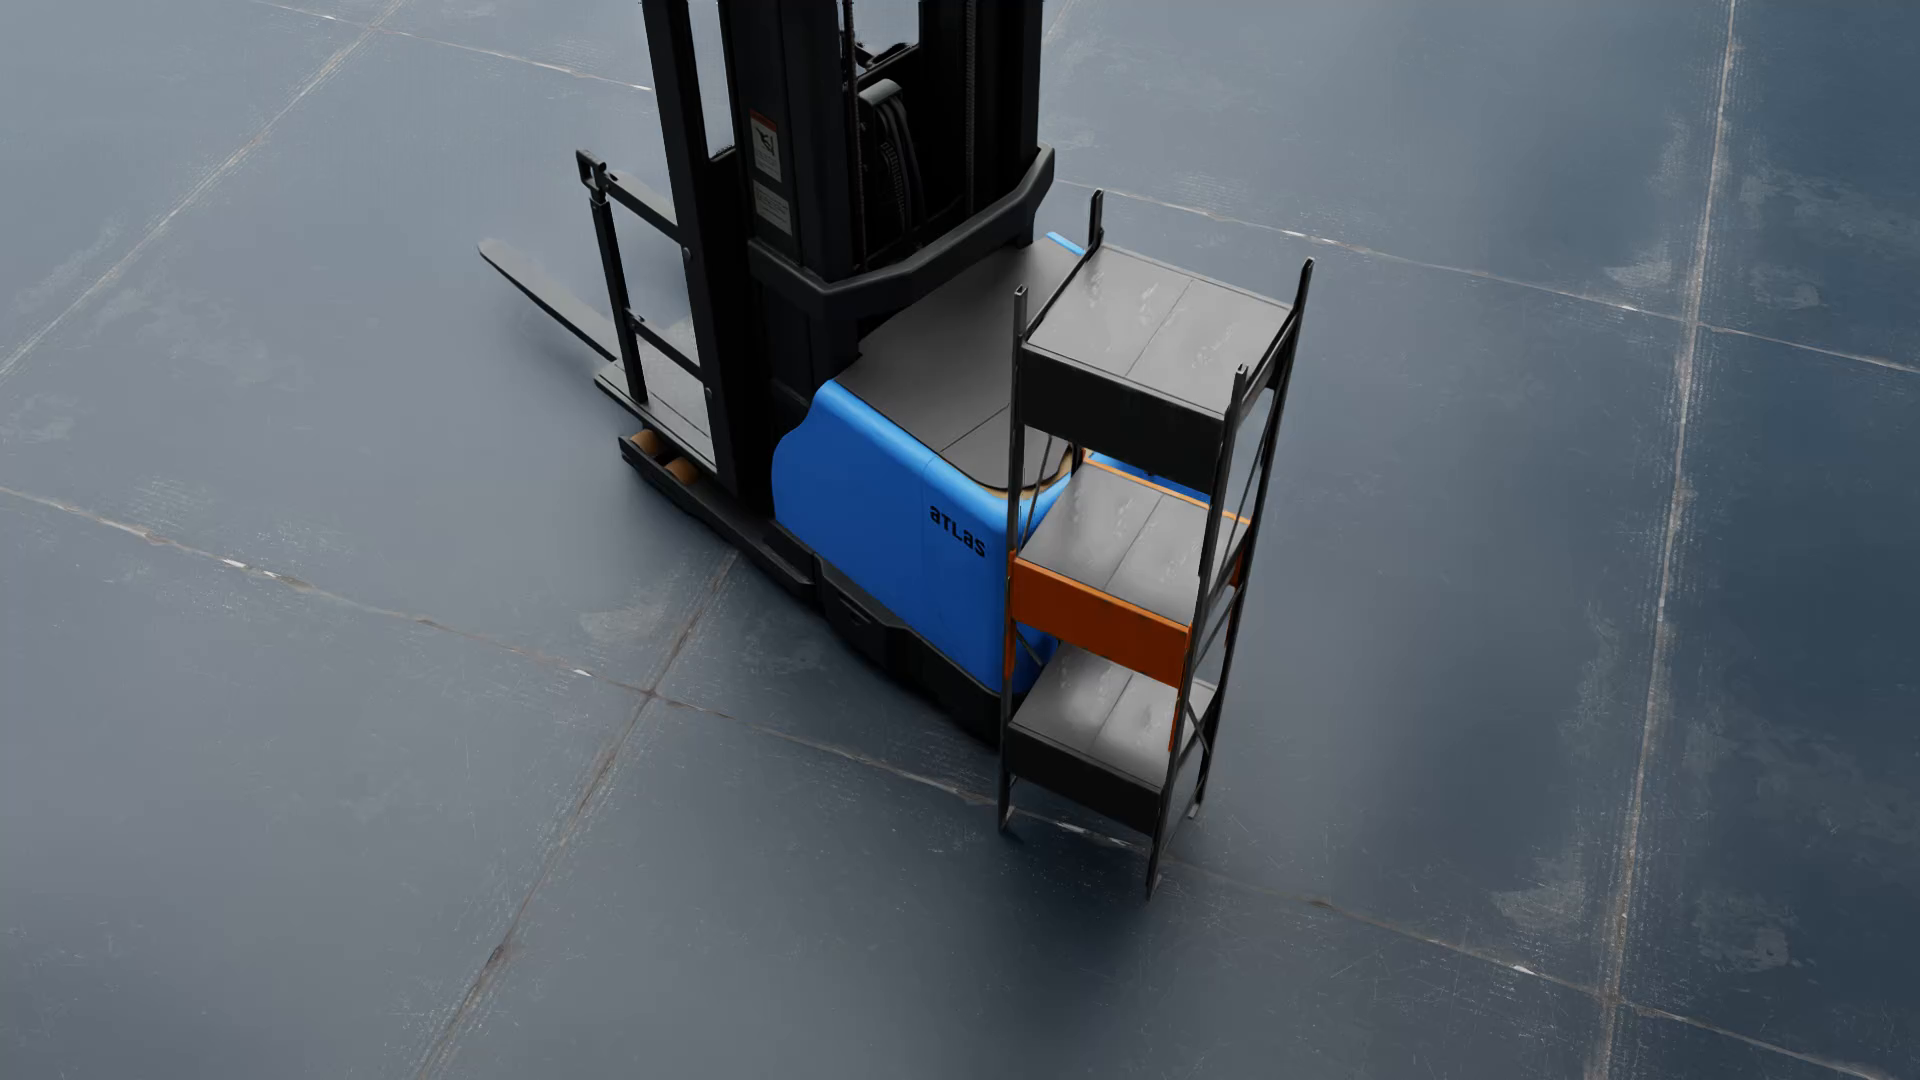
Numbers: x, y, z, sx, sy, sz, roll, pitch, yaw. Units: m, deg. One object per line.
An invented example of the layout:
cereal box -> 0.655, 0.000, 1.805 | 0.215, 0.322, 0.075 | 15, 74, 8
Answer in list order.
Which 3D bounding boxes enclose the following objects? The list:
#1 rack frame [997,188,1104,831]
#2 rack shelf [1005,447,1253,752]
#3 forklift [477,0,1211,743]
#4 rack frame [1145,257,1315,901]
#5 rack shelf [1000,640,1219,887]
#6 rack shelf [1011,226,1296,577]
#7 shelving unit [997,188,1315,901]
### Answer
rack frame -> 0.213, 0.052, 4.316 | 0.015, 2.100, 0.400 | 22, 53, 18
rack shelf -> 0.427, 0.149, 4.250 | 0.480, 0.518, 0.431 | 22, 53, 18
forklift -> -0.563, -1.337, 4.969 | 3.031, 2.935, 1.130 | 37, 58, 27
rack frame -> 0.642, 0.228, 4.163 | 0.015, 2.100, 0.400 | 22, 53, 18
rack shelf -> 0.427, 0.607, 4.778 | 0.480, 0.518, 0.431 | 22, 53, 18
rack shelf -> 0.427, -0.310, 3.721 | 0.480, 0.518, 0.431 | 22, 53, 18
shelving unit -> 0.427, 0.140, 4.239 | 0.503, 2.100, 0.431 | 22, 53, 18
